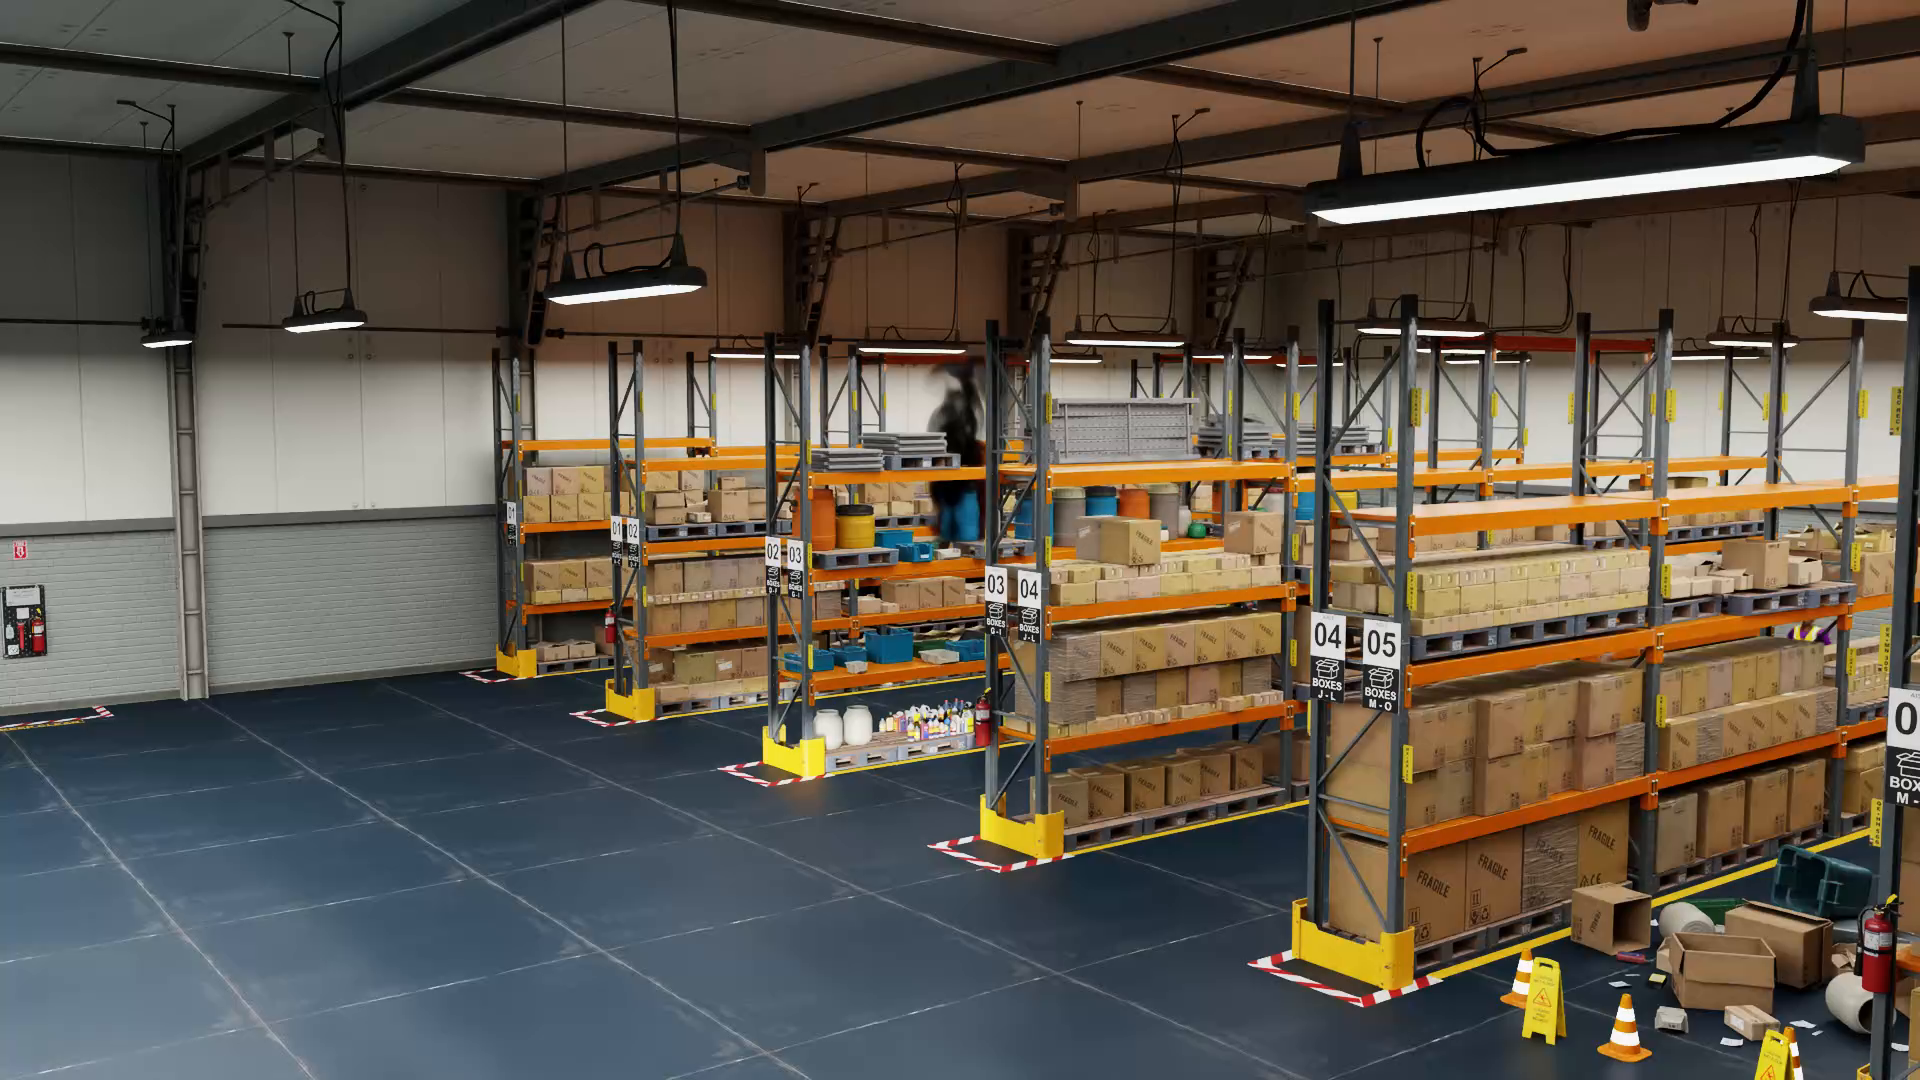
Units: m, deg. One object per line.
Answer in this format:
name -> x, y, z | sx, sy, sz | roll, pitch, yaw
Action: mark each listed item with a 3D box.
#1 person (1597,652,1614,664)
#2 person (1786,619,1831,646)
person -> 8.732, 2.428, 22.648 | 0.597, 1.537, 0.807 | -3, 6, -28
person -> 13.592, 1.968, 26.733 | 0.549, 1.723, 0.702 | -5, 7, -43
